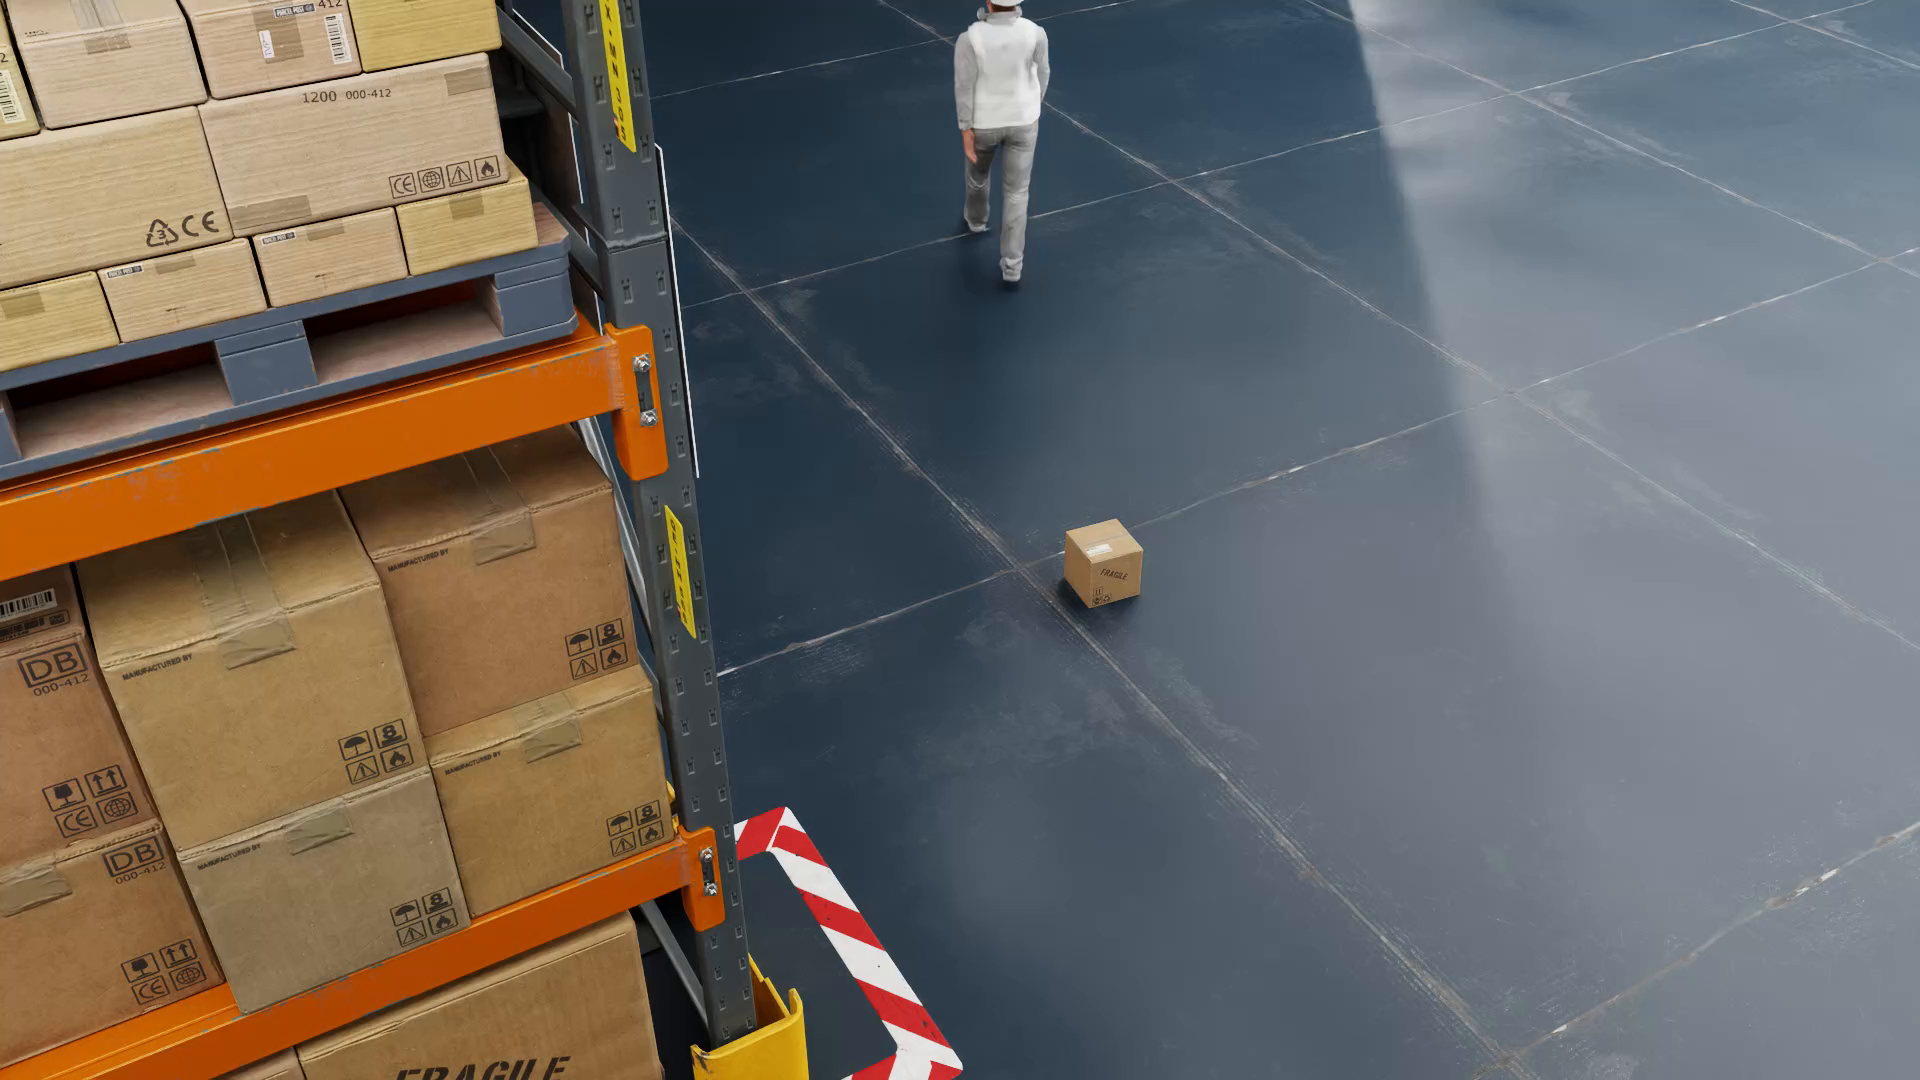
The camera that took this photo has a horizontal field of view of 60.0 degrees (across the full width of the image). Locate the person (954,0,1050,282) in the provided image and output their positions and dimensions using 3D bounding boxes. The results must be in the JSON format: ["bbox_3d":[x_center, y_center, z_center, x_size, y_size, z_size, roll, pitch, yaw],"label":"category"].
[{"bbox_3d":[0.232,-2.426,9.386,0.537,1.717,1.013,-1,37,-1],"label":"person"}]
